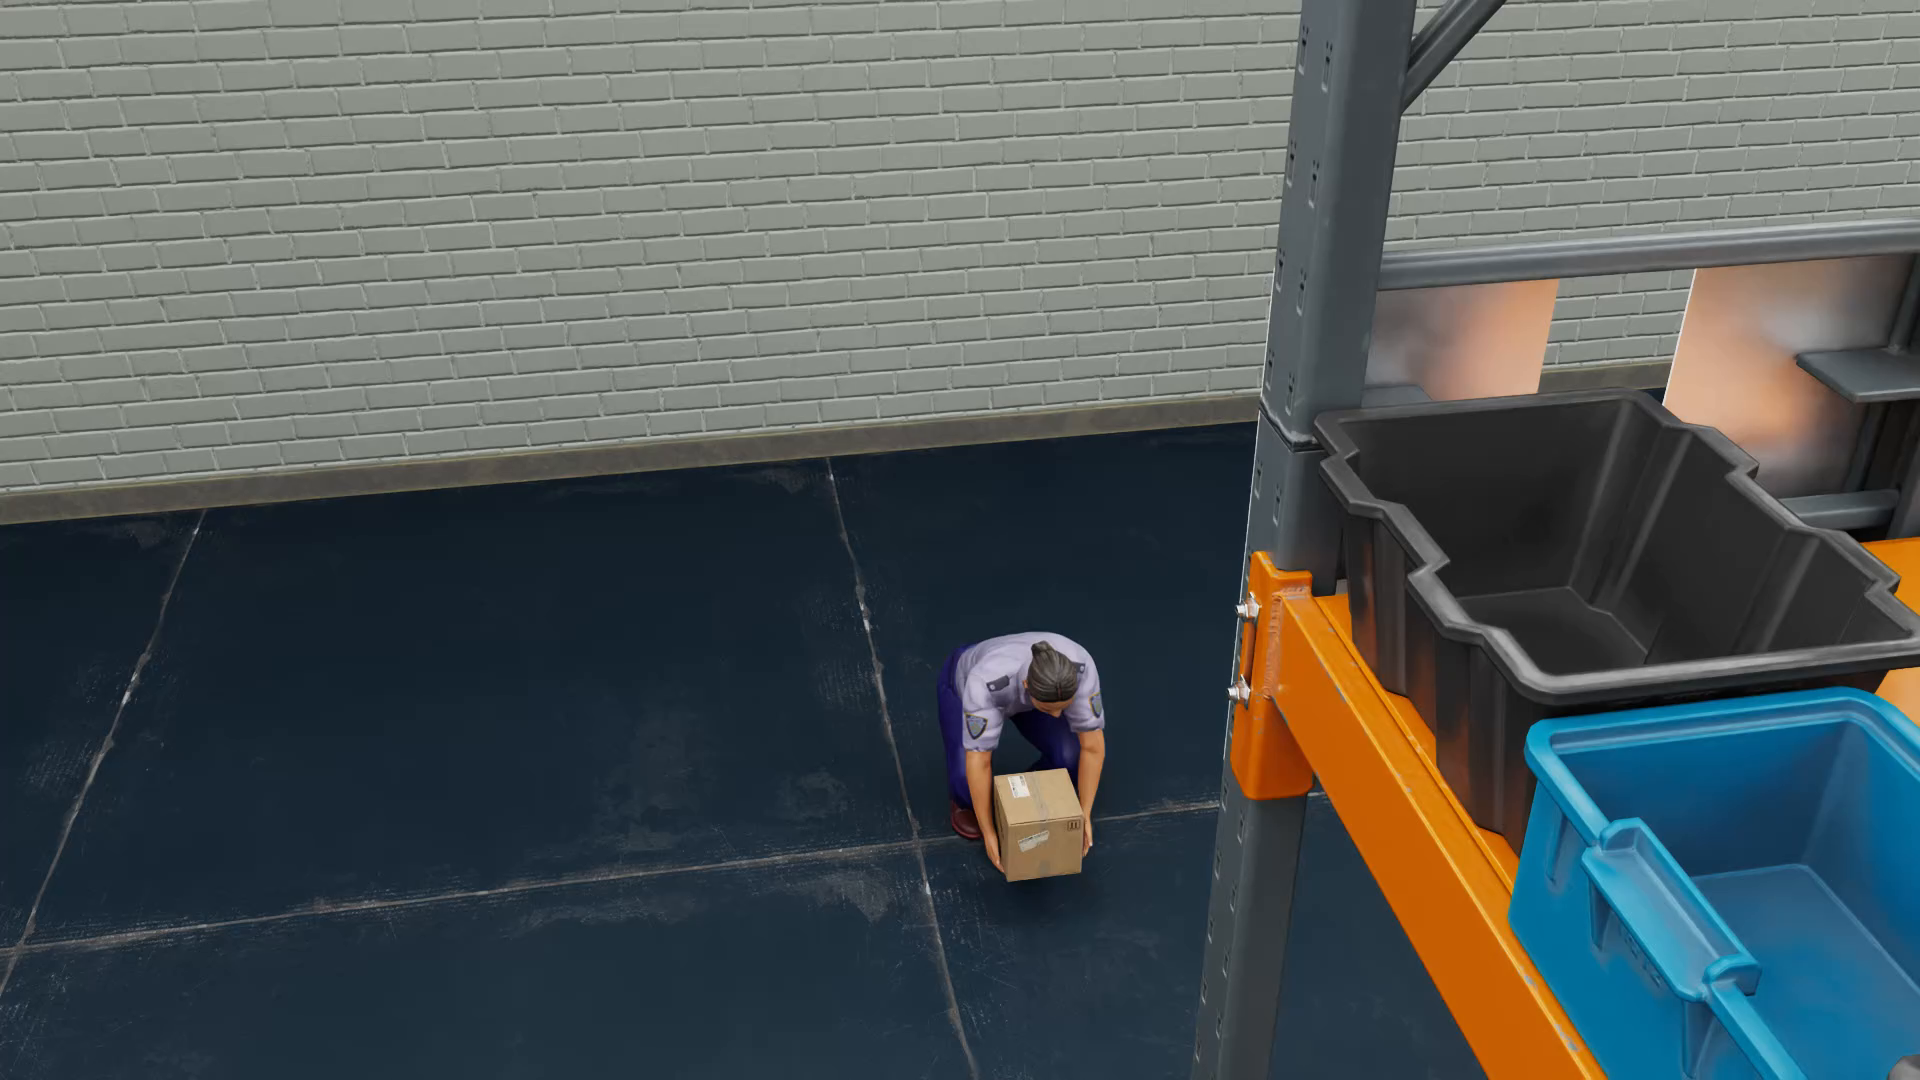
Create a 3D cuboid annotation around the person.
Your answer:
[{"bbox_3d":[0.202,0.643,5.760,0.526,0.949,0.829,-5,31,-9],"label":"person"}]
